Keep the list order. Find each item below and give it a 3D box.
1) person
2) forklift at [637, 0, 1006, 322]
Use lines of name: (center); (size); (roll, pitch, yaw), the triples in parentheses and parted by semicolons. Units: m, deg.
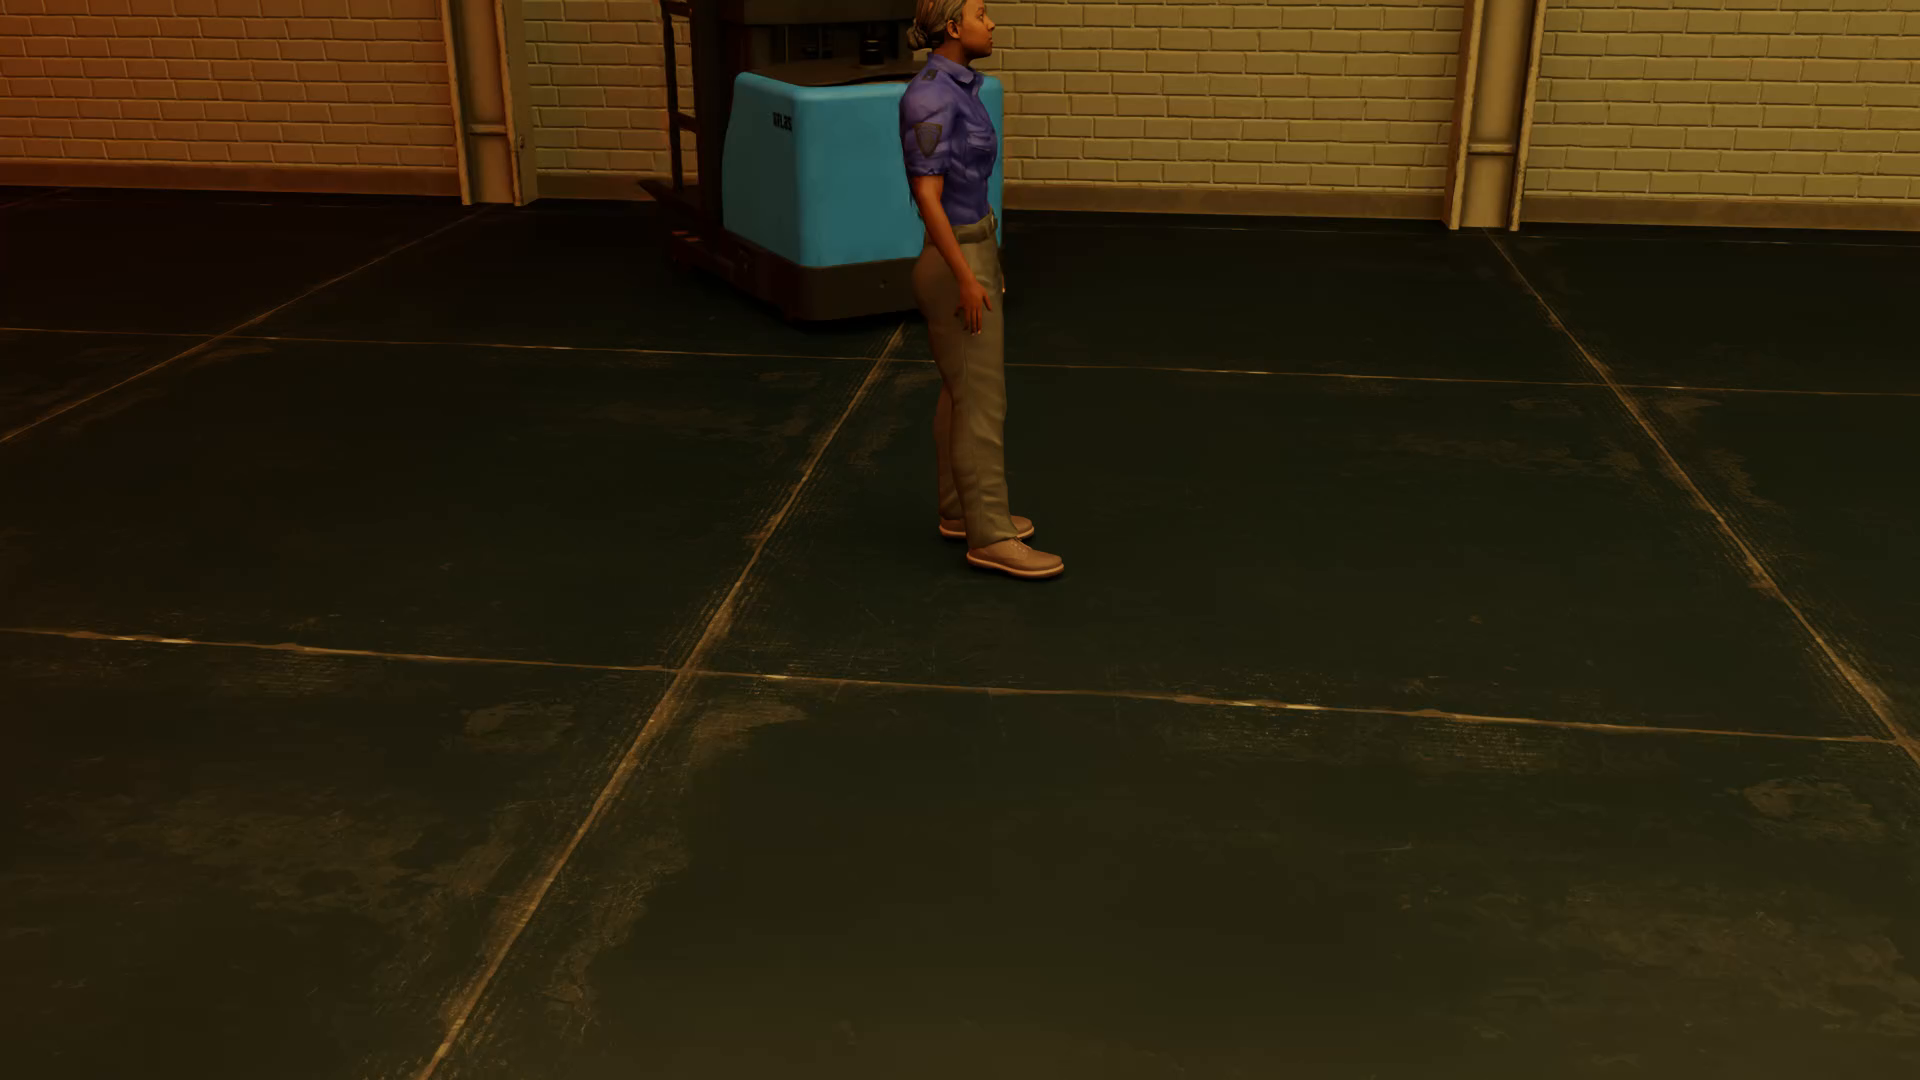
person: (0.084, -0.762, 4.837); (0.504, 1.654, 0.569); (3, 22, 7)
forklift: (-0.917, -2.845, 8.319); (1.130, 2.935, 3.031); (-11, 24, -26)
